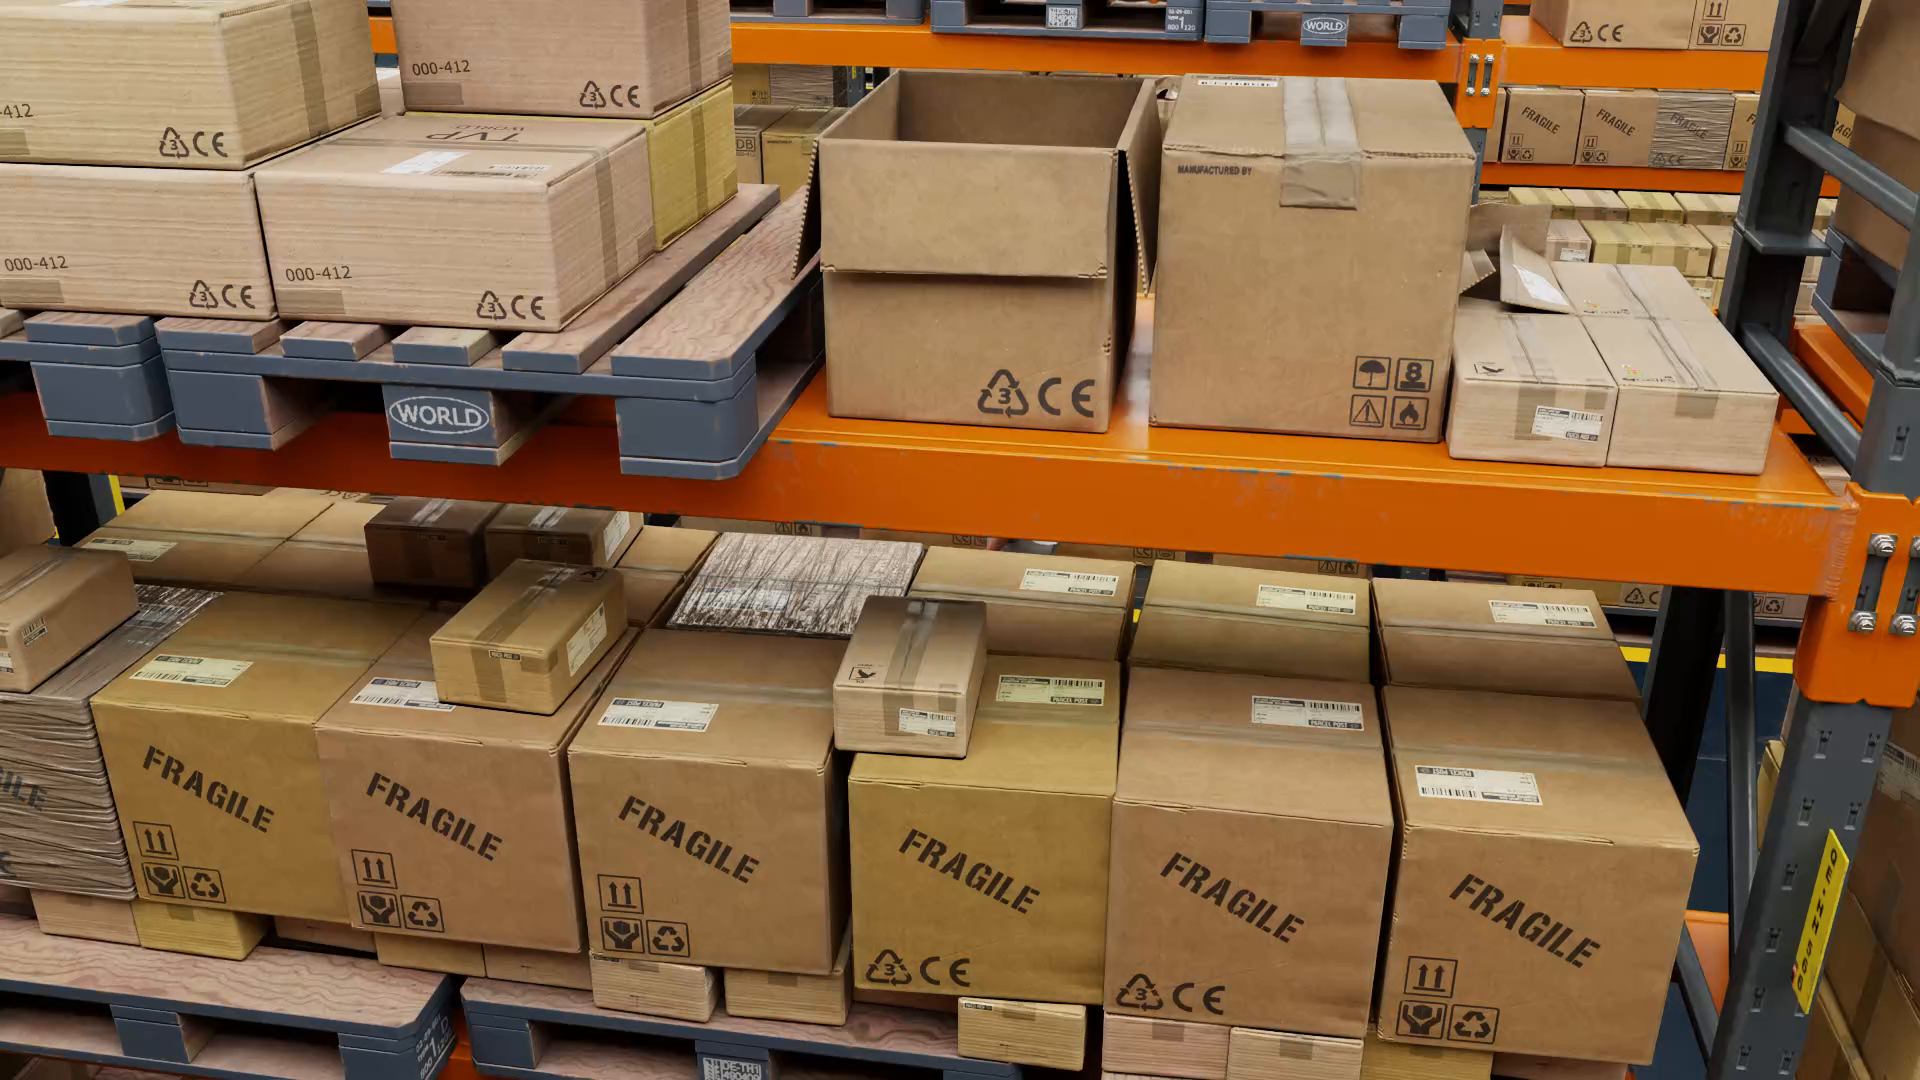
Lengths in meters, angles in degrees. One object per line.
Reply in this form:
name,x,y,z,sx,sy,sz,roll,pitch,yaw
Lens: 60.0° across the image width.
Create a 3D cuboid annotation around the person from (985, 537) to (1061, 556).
person,0.210,-0.090,7.234,0.574,1.781,0.641,10,26,20
